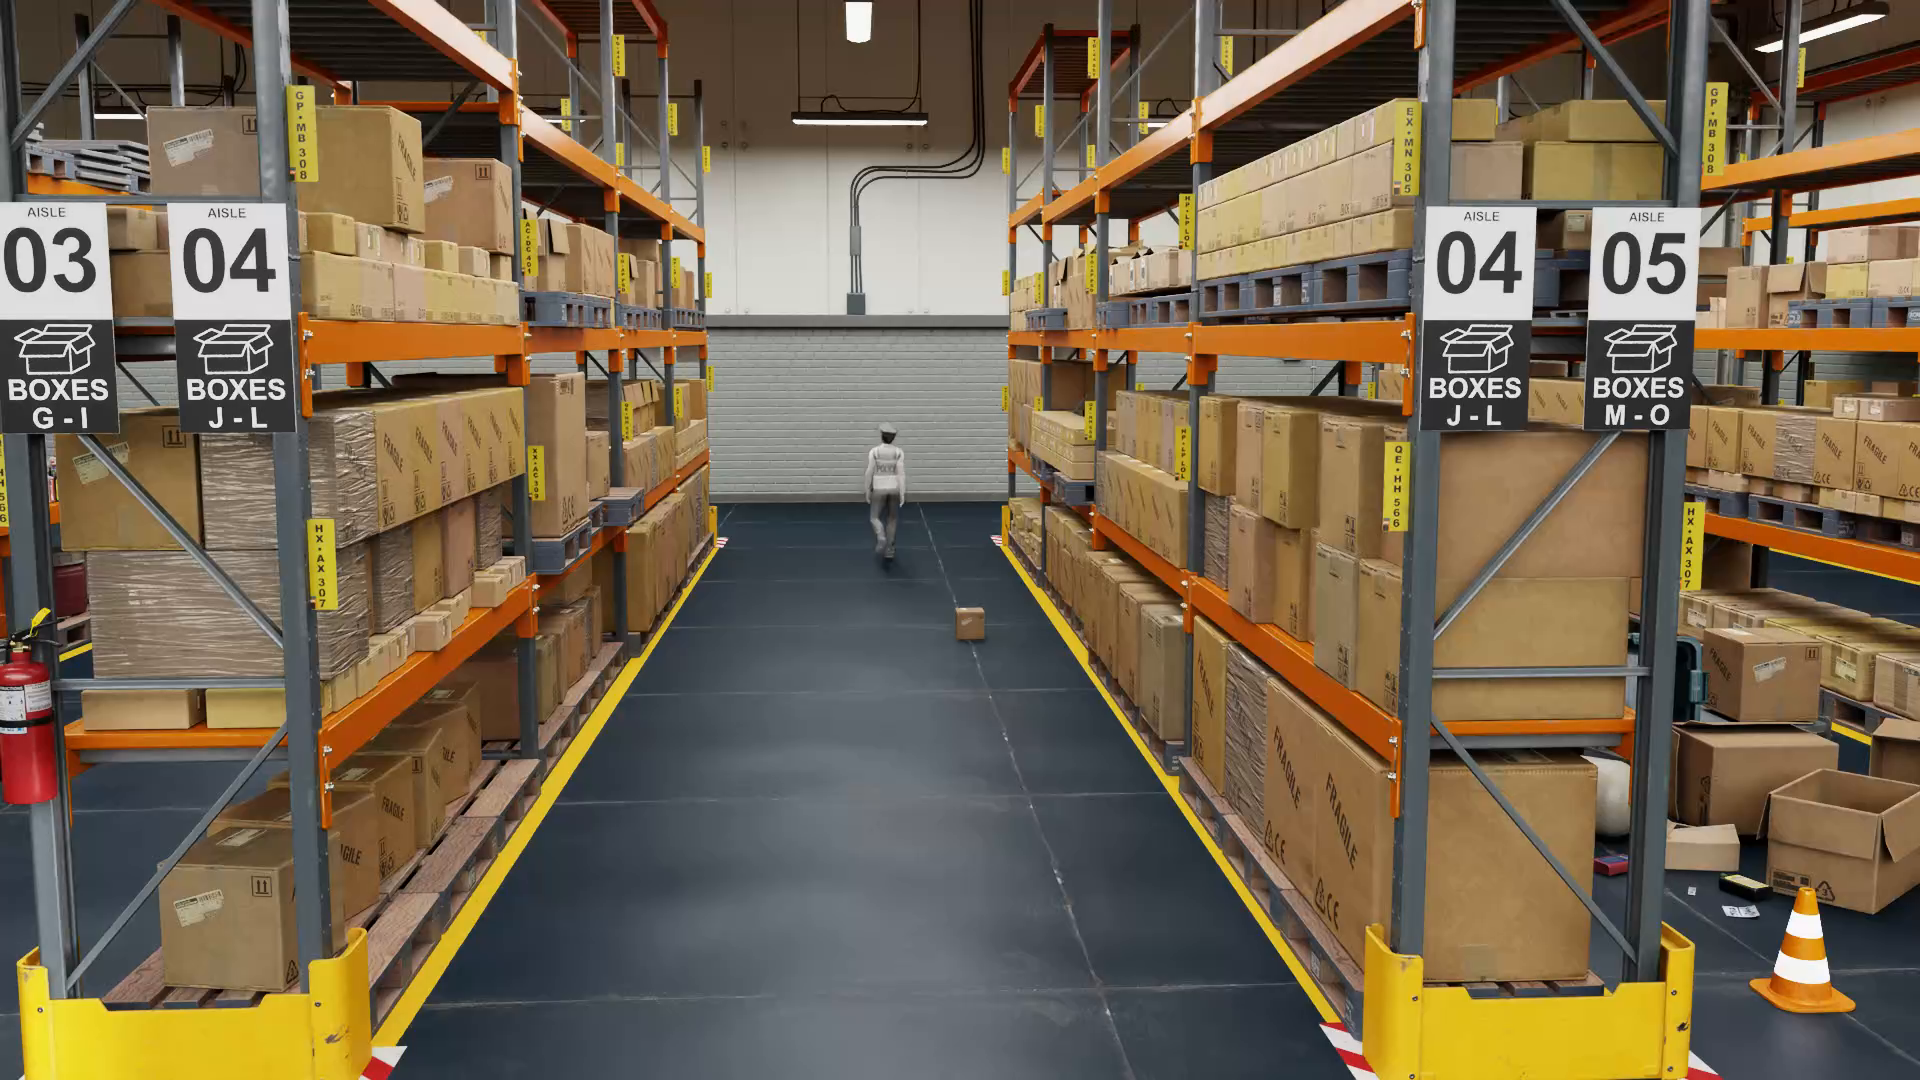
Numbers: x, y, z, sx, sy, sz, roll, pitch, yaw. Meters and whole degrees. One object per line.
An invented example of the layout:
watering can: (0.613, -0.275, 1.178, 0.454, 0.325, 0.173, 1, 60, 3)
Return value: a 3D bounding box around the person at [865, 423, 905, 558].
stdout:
person: (-0.913, -0.594, 20.330, 0.492, 1.670, 0.661, -1, 7, -10)
